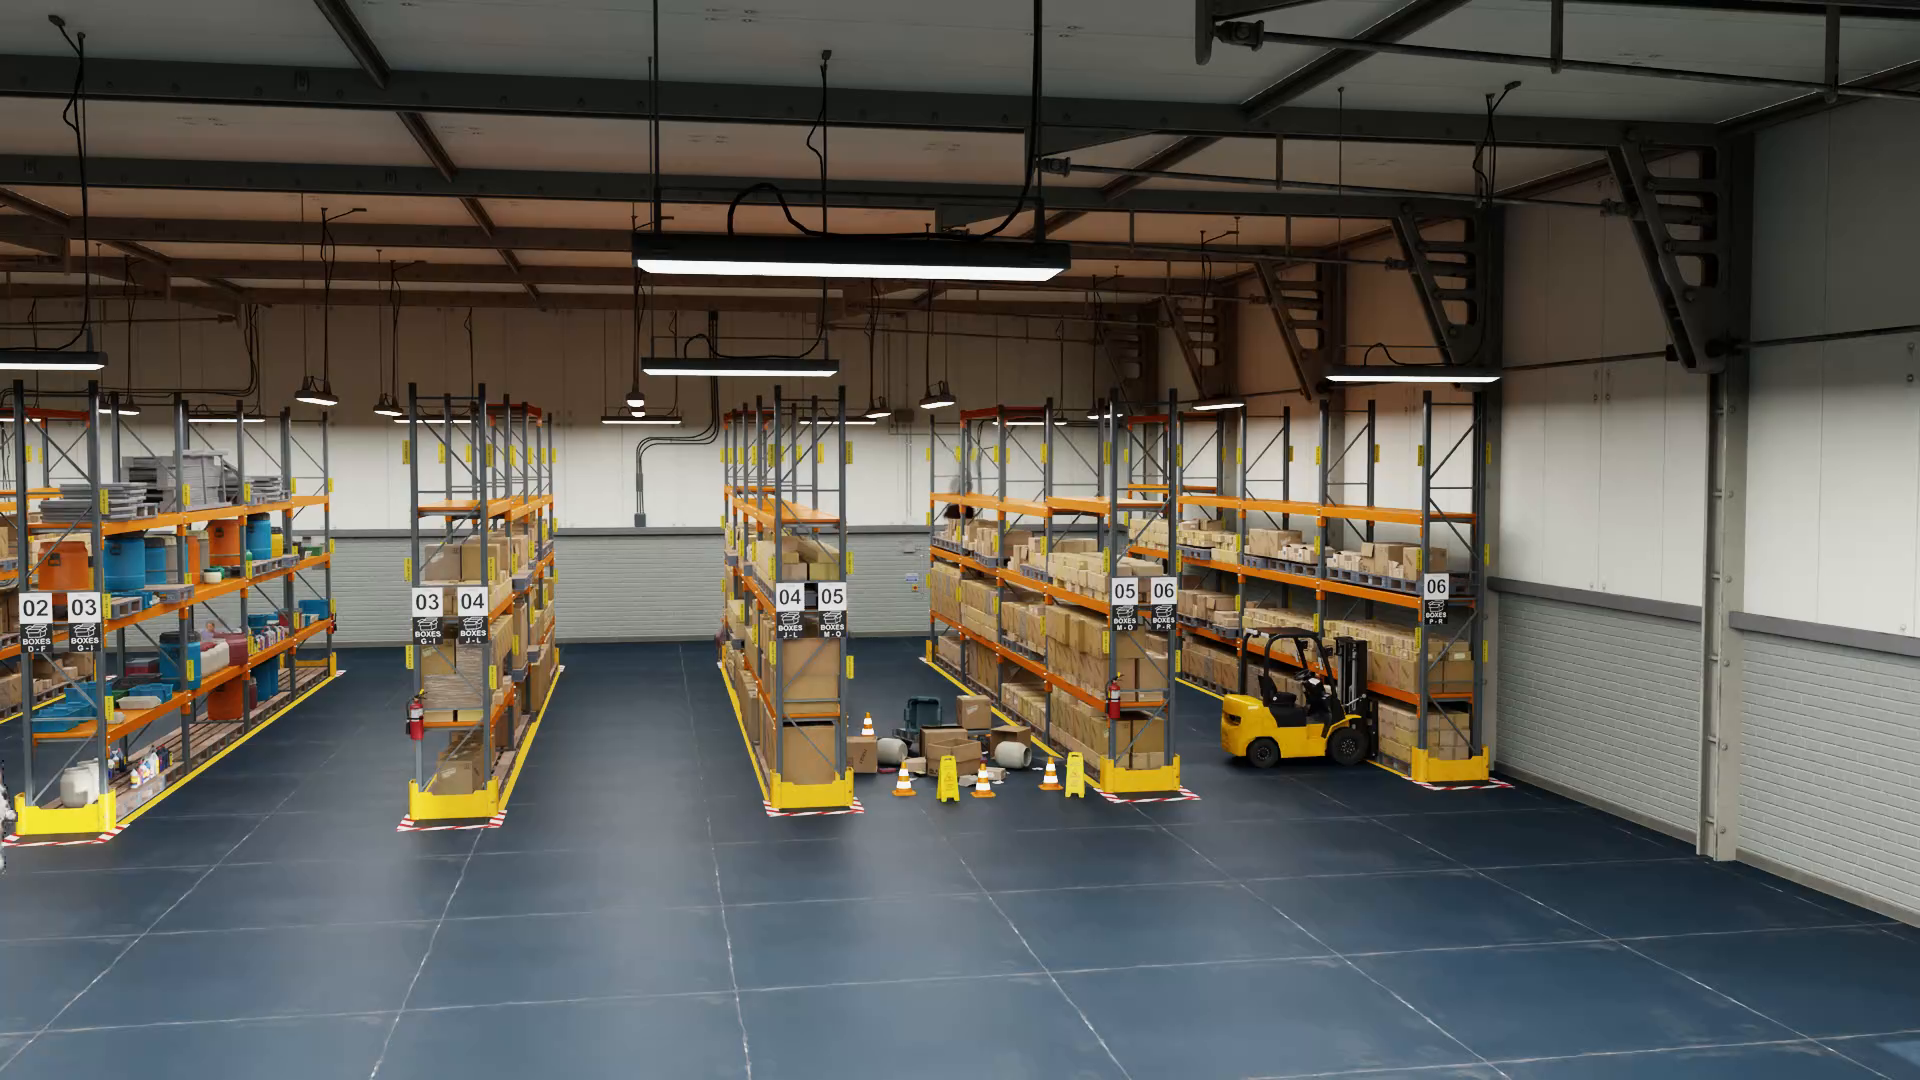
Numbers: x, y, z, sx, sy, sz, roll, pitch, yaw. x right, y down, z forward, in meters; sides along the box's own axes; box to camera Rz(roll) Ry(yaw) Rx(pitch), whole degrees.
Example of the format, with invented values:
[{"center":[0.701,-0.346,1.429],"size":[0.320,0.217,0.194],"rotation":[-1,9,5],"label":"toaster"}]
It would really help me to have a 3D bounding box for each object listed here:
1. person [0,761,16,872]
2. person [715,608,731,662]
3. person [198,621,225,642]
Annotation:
[{"center":[-10.693,3.241,18.292],"size":[0.636,1.630,0.606],"rotation":[1,3,13],"label":"person"},{"center":[-5.597,2.140,40.429],"size":[0.699,1.687,0.581],"rotation":[-3,4,-44],"label":"person"},{"center":[-15.731,2.467,35.073],"size":[0.642,1.612,0.976],"rotation":[-1,3,-10],"label":"person"}]
